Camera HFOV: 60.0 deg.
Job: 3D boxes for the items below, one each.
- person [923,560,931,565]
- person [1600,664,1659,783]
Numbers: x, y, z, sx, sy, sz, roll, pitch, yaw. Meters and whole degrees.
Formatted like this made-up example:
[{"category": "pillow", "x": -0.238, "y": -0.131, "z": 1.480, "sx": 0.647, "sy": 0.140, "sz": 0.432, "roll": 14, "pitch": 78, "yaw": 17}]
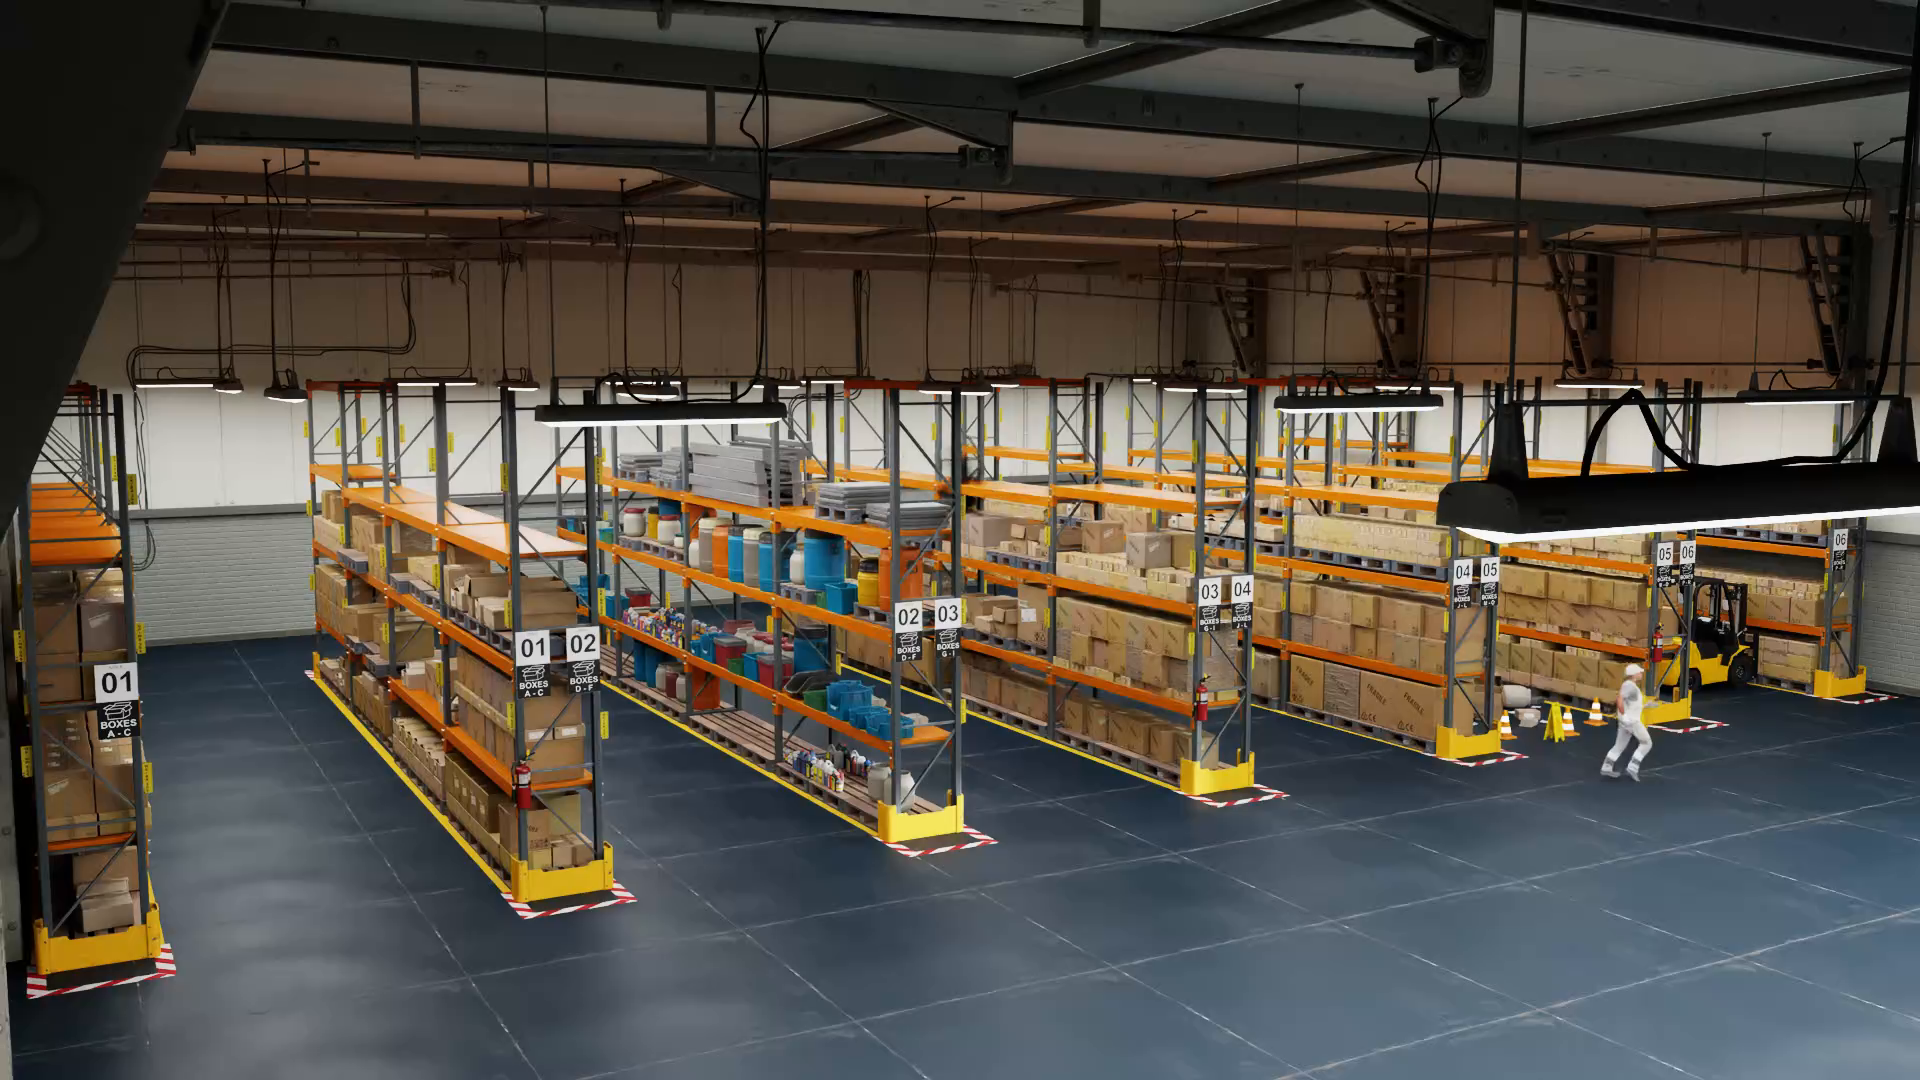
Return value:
[{"category": "person", "x": -0.827, "y": 1.326, "z": 39.517, "sx": 0.611, "sy": 1.654, "sz": 0.635, "roll": 1, "pitch": 6, "yaw": 8}, {"category": "person", "x": 10.155, "y": 2.773, "z": 25.146, "sx": 0.821, "sy": 1.812, "sz": 0.644, "roll": 1, "pitch": 6, "yaw": 7}]
